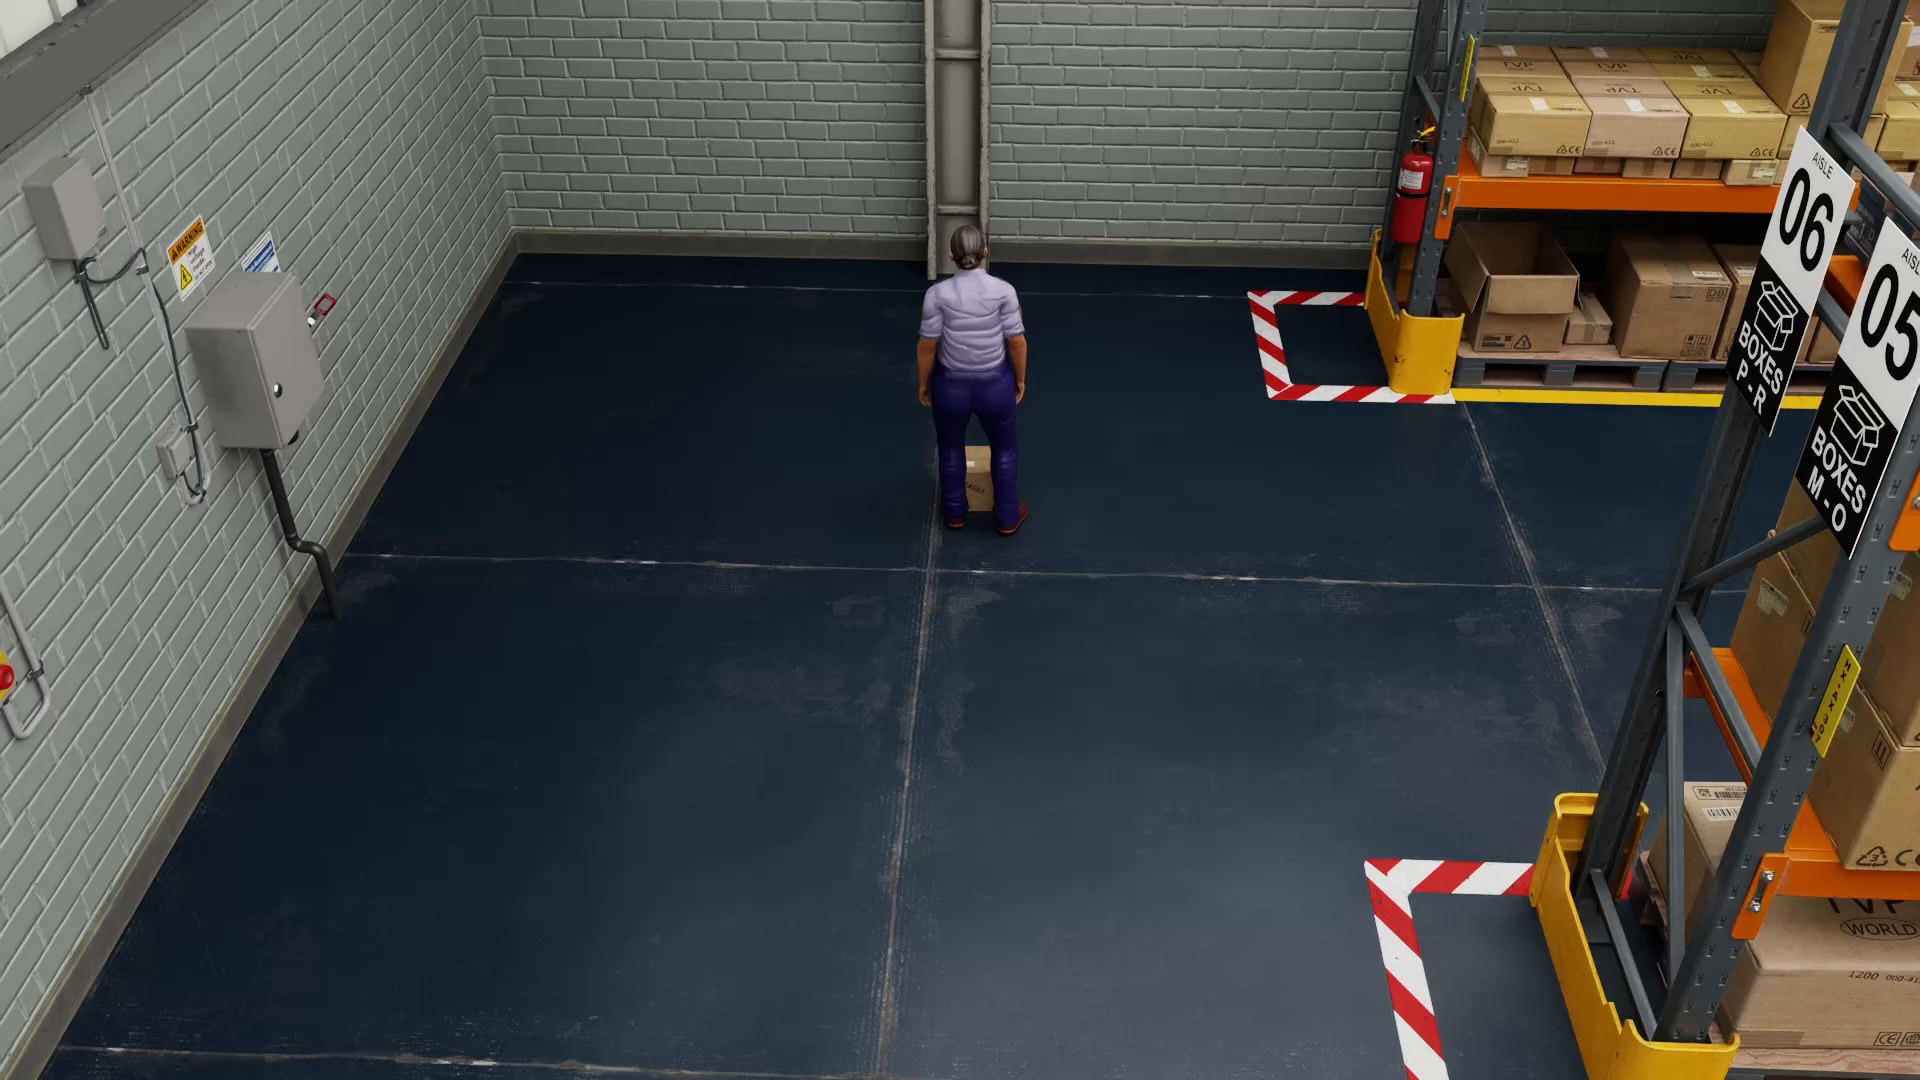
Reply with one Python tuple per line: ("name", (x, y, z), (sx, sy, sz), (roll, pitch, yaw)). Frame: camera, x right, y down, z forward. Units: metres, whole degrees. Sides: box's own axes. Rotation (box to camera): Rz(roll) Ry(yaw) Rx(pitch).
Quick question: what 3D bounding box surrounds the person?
("person", (0.078, -0.768, 8.182), (0.554, 1.652, 0.422), (-1, 36, -1))
